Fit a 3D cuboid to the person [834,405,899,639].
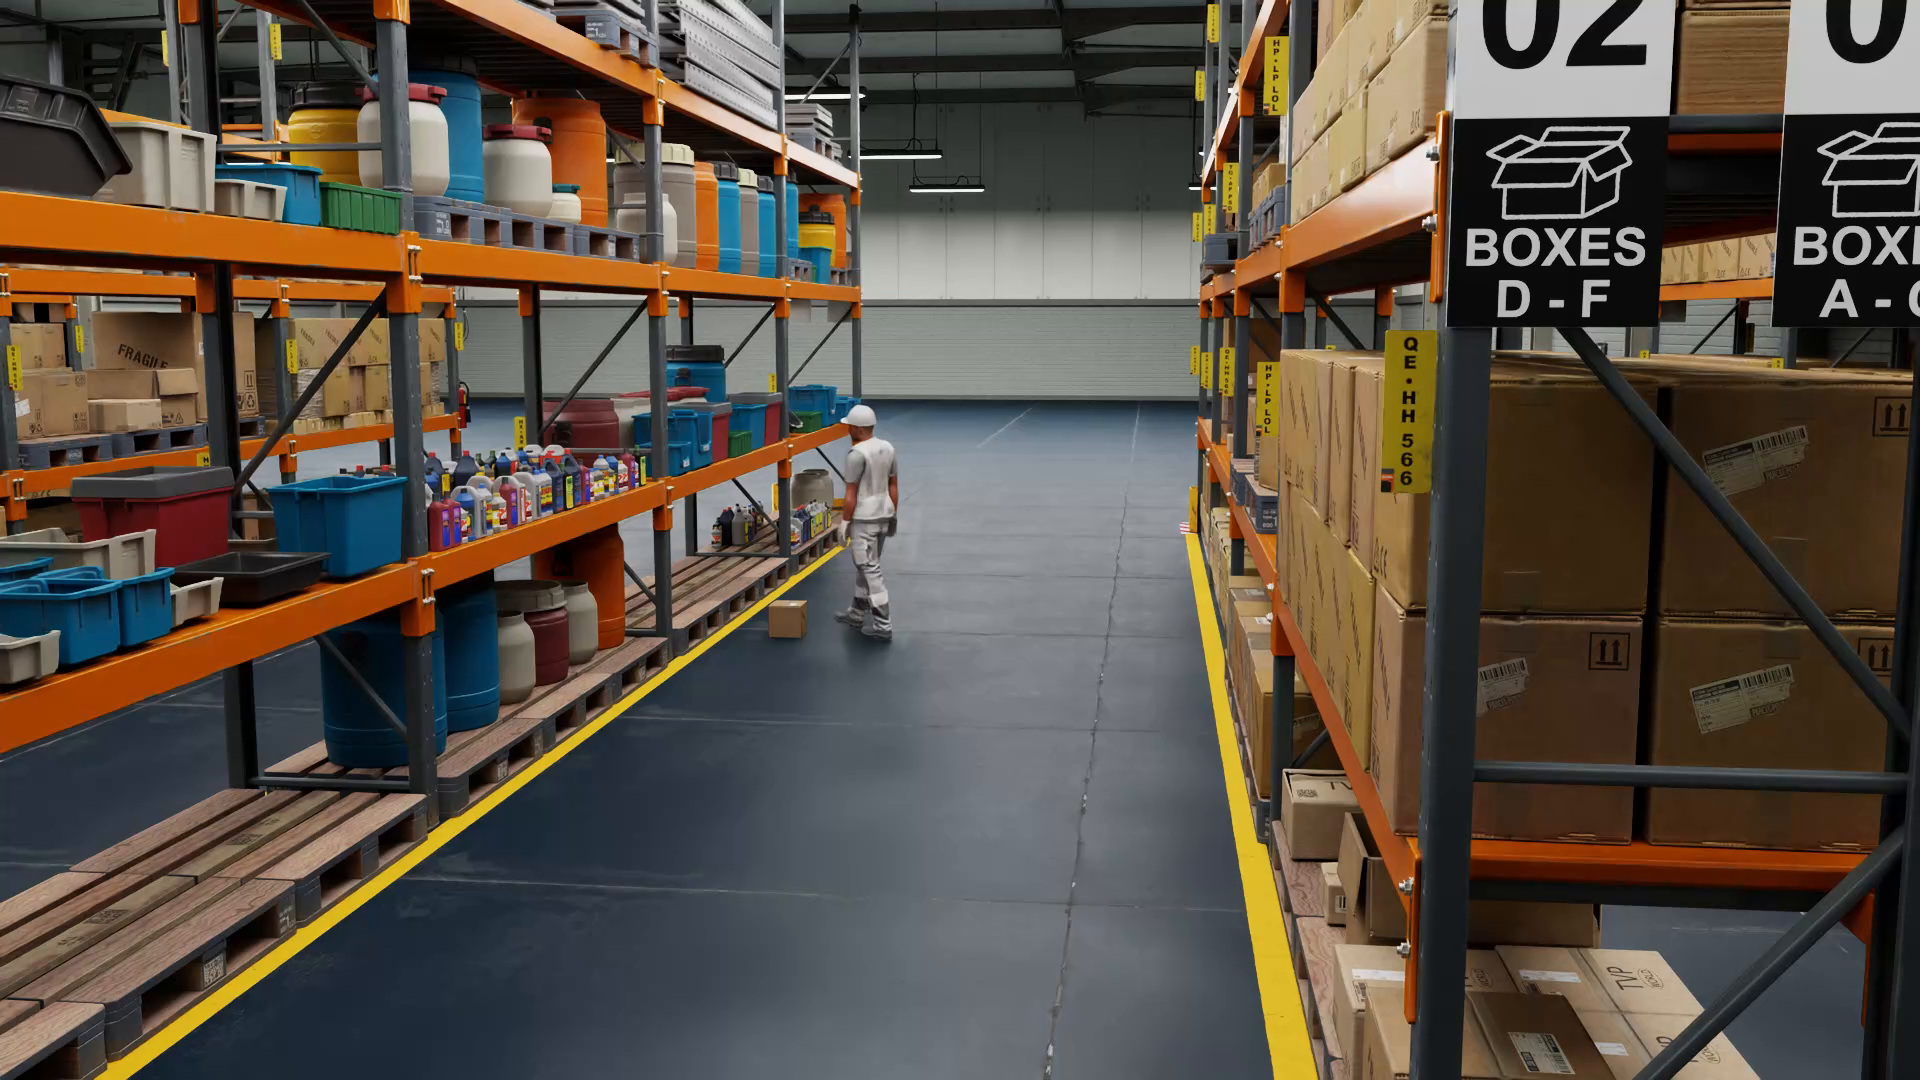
[{"bbox_3d":[-0.805,-0.155,12.787,0.718,1.774,0.597,5,9,34],"label":"person"}]
